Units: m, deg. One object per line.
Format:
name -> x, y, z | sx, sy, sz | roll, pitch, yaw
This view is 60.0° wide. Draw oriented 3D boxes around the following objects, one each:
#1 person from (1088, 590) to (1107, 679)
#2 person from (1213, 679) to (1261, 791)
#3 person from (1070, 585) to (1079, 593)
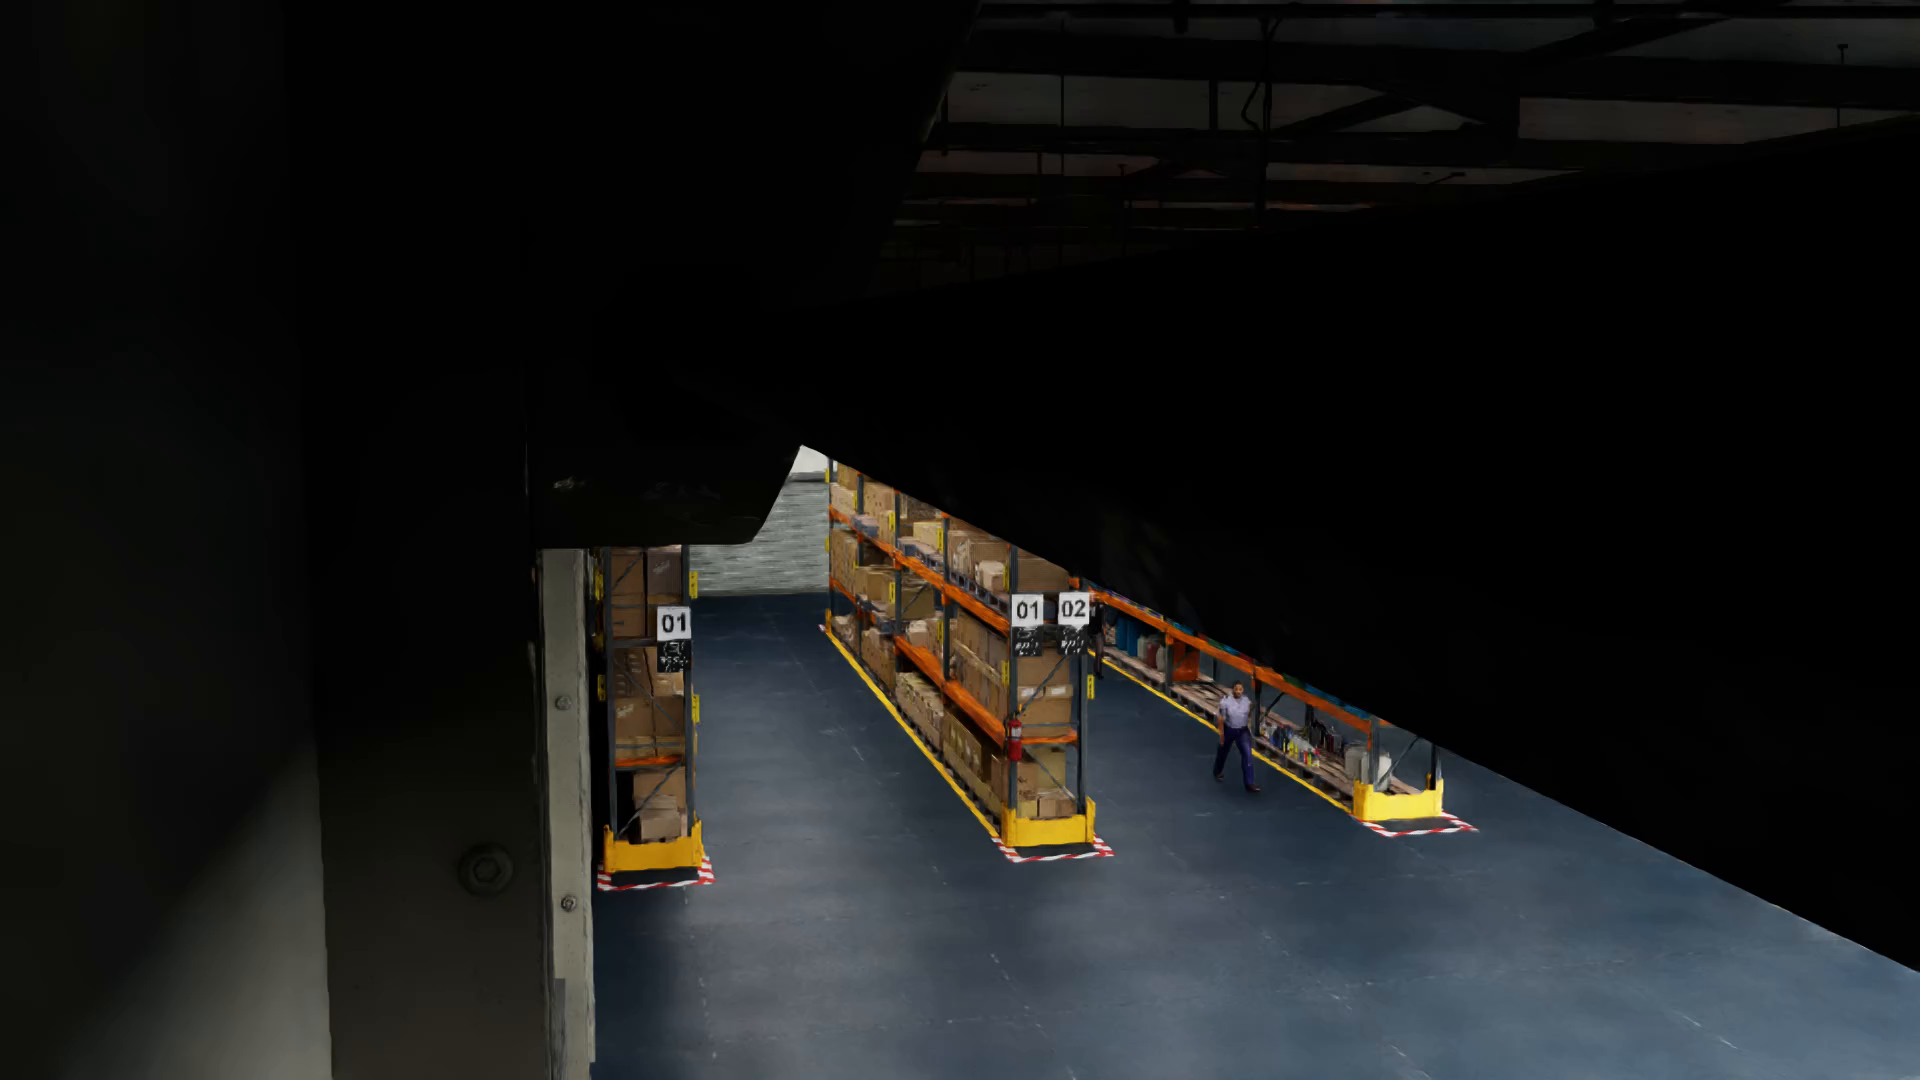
person -> 2.485, 1.760, 31.605 | 0.680, 1.658, 0.866 | -1, 7, -7
person -> 3.900, 2.742, 23.673 | 0.479, 1.555, 1.090 | -1, 7, -10
person -> 2.950, 0.651, 41.237 | 0.571, 1.604, 0.518 | -2, 7, -15
